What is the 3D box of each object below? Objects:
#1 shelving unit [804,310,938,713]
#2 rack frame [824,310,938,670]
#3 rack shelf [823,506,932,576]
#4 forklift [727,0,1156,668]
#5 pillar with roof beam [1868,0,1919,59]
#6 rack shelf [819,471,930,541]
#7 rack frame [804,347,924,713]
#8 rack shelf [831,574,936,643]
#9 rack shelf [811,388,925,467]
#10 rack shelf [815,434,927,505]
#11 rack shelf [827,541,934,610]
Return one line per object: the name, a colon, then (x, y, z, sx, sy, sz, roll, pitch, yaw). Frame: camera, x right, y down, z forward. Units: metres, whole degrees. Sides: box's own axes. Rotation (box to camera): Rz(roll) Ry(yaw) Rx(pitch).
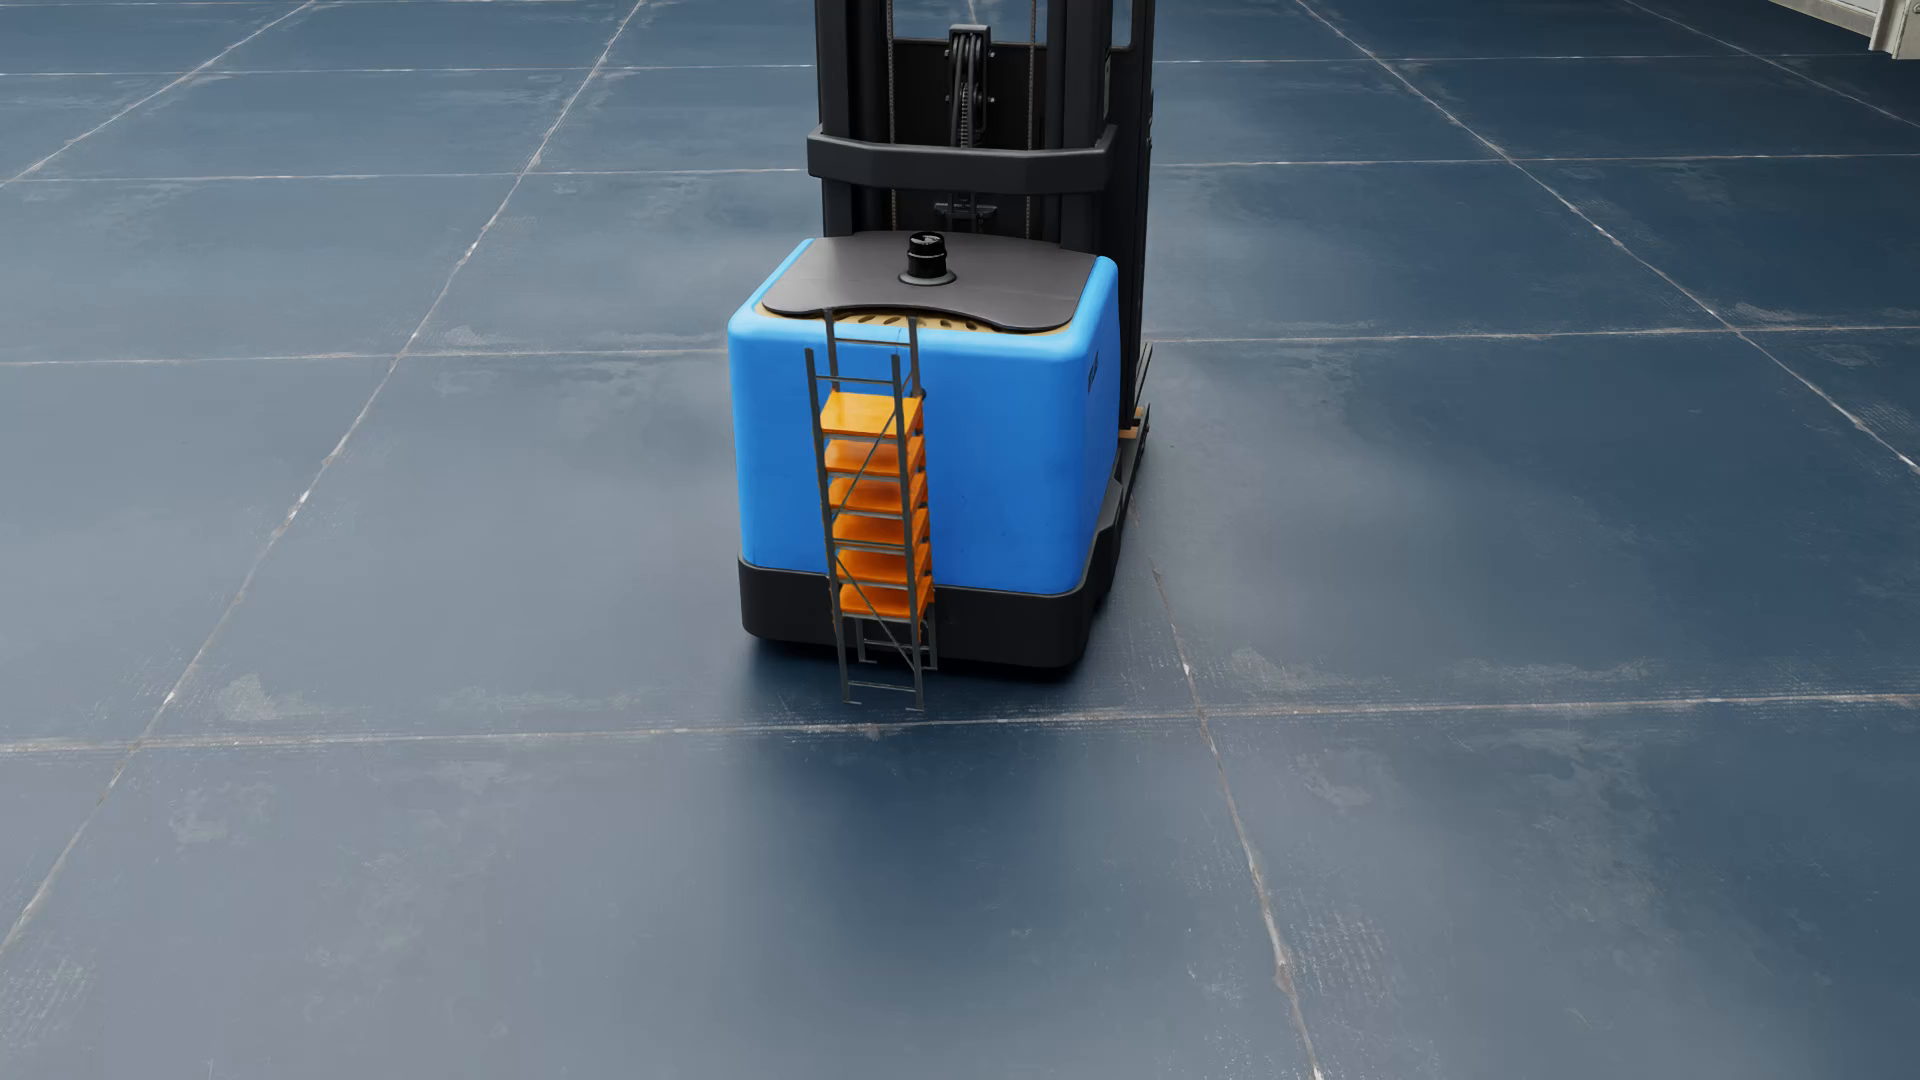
shelving unit: (-0.225, -0.044, 4.520, 0.258, 1.200, 0.189, 6, 39, 11)
rack frame: (-0.206, -0.100, 4.590, 0.240, 1.200, 0.006, 6, 39, 11)
rack shelf: (-0.223, -0.009, 4.547, 0.258, 0.103, 0.180, 6, 39, 11)
forklift: (0.123, -1.586, 5.620, 1.130, 2.935, 3.031, 5, 28, 10)
pillar with roof beam: (3.102, -7.712, 10.805, 9.100, 9.000, 0.400, -1, 28, -3)
rack shelf: (-0.228, -0.104, 4.474, 0.258, 0.103, 0.180, 6, 39, 11)
rack frame: (-0.243, 0.011, 4.450, 0.240, 1.200, 0.006, 6, 39, 11)
rack shelf: (-0.214, 0.180, 4.694, 0.258, 0.103, 0.180, 6, 39, 11)
rack shelf: (-0.237, -0.293, 4.327, 0.258, 0.103, 0.180, 6, 39, 11)
rack shelf: (-0.232, -0.199, 4.400, 0.258, 0.103, 0.180, 6, 39, 11)
rack shelf: (-0.219, 0.086, 4.621, 0.258, 0.103, 0.180, 6, 39, 11)
